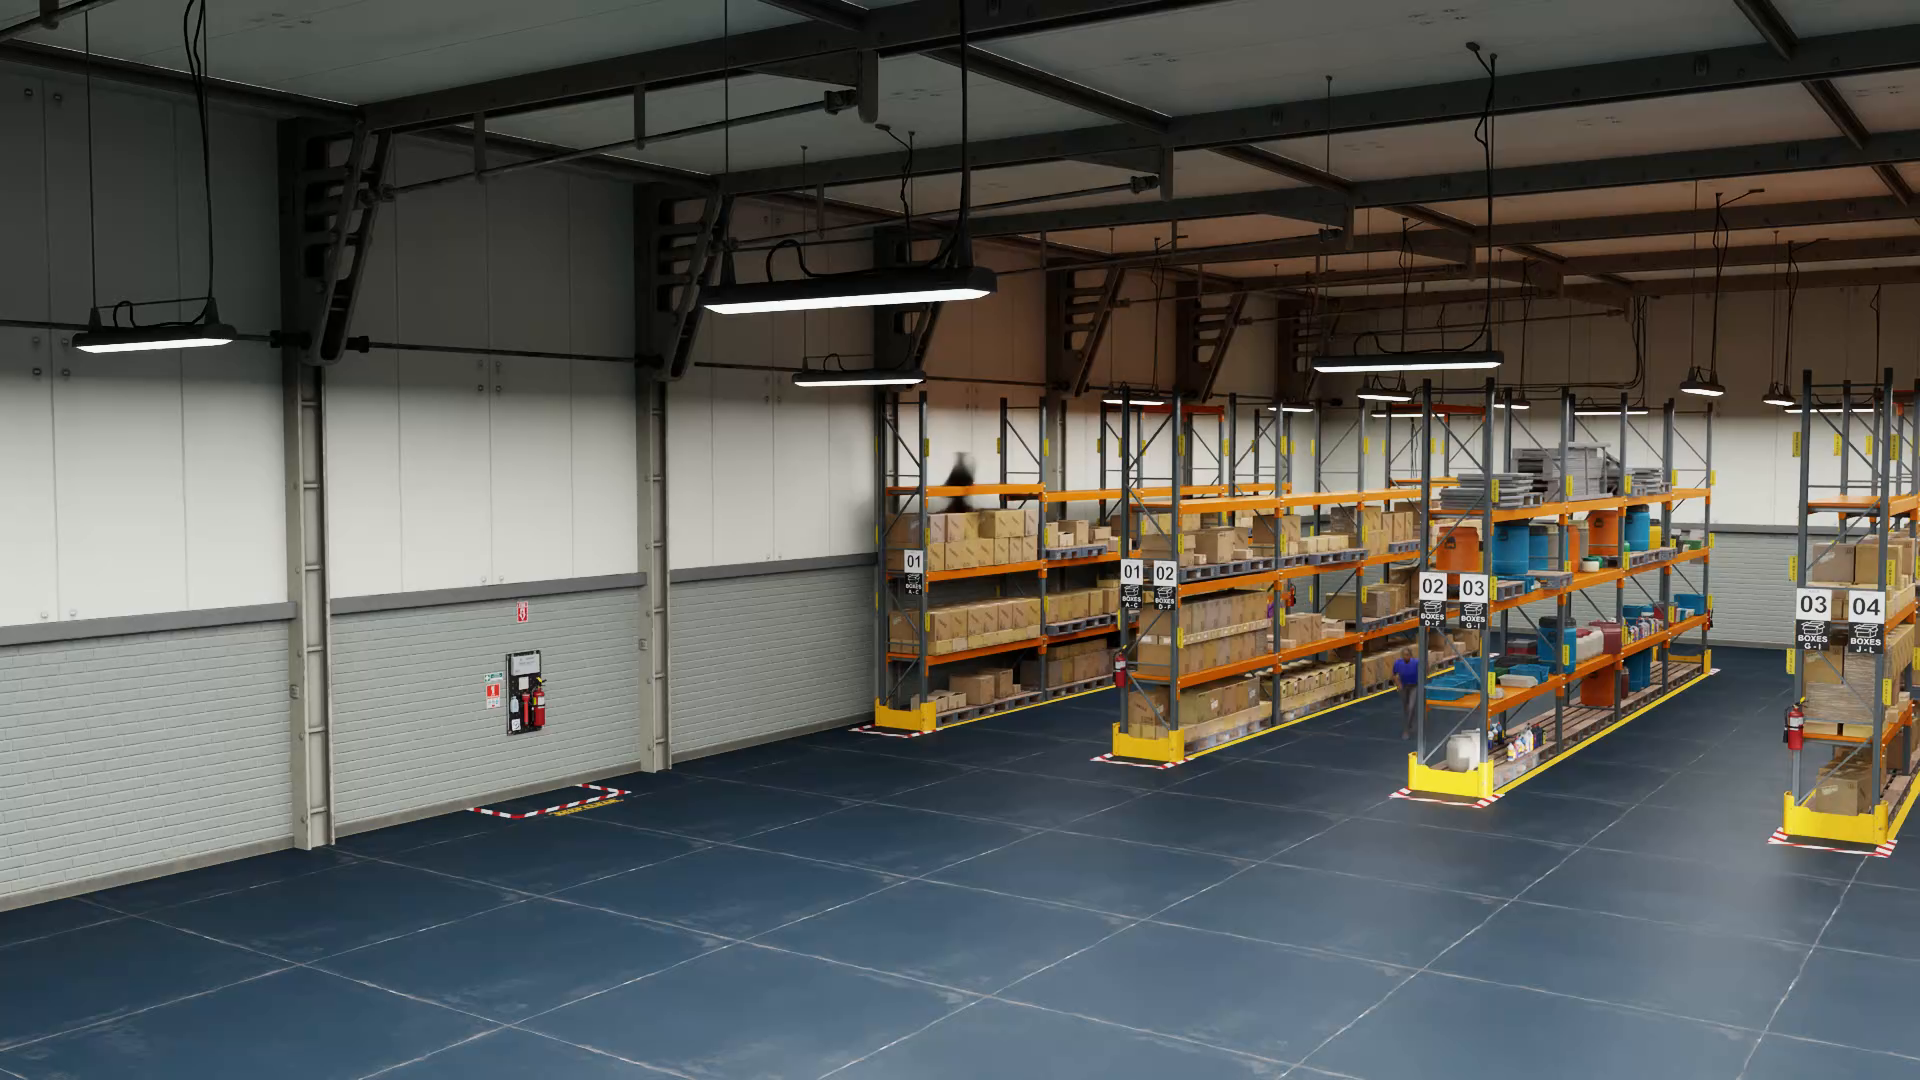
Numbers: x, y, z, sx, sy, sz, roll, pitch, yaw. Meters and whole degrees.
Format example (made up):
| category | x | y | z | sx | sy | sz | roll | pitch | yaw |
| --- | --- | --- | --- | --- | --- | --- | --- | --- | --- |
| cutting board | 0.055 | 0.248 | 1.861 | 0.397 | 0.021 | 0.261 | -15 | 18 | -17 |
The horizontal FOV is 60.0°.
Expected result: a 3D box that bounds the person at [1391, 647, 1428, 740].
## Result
| category | x | y | z | sx | sy | sz | roll | pitch | yaw |
| --- | --- | --- | --- | --- | --- | --- | --- | --- | --- |
| person | 7.824 | 2.629 | 28.909 | 0.613 | 1.617 | 0.980 | 1 | 3 | 19 |
